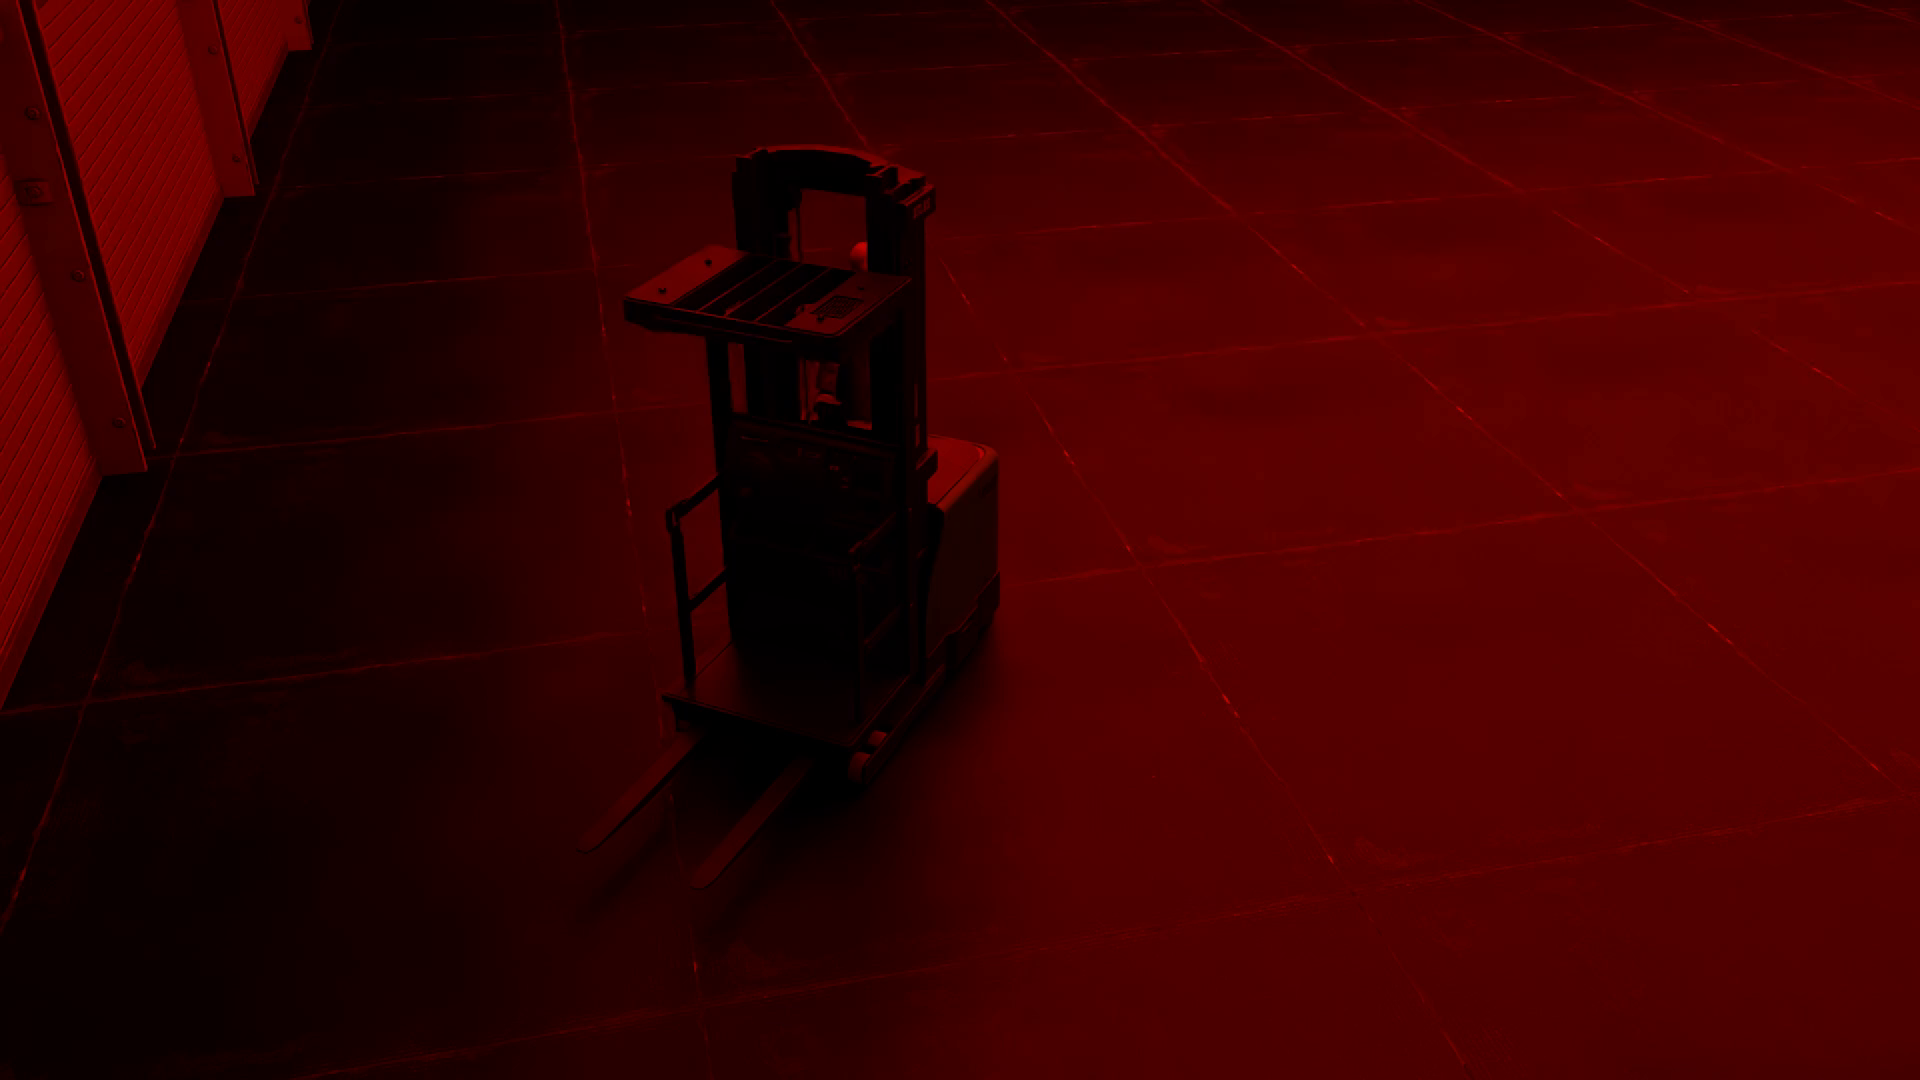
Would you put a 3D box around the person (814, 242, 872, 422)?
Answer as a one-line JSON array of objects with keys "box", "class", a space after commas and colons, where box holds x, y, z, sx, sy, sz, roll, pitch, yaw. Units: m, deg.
[{"box": [-0.695, -1.036, 10.644, 0.571, 1.756, 0.935, 8, 31, 14], "class": "person"}]

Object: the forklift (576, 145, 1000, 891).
[{"box": [-0.834, -0.282, 8.063, 1.130, 2.935, 3.031, 13, 32, 21], "class": "forklift"}]
